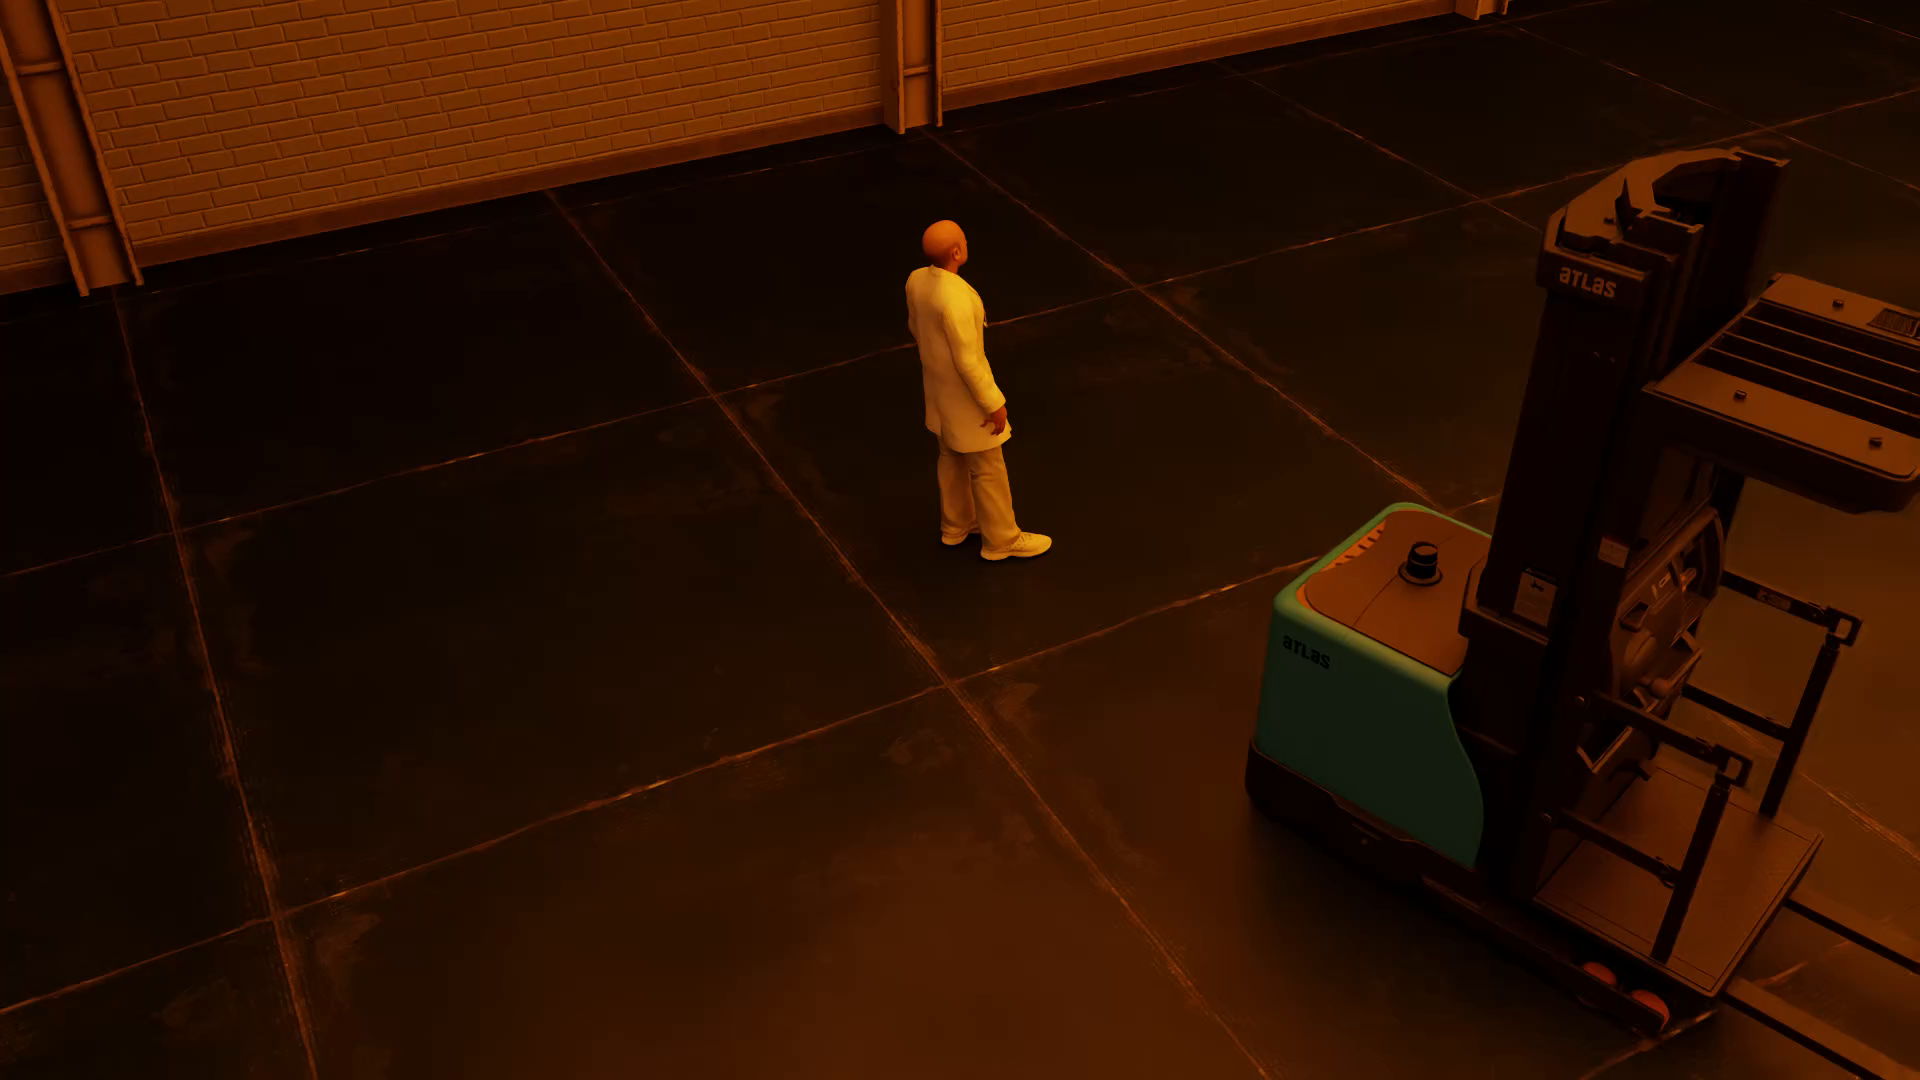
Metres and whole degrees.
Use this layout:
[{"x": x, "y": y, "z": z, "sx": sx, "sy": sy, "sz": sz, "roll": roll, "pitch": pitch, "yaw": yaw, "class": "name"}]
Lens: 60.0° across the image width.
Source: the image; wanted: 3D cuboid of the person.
[{"x": 0.082, "y": -0.754, "z": 8.176, "sx": 0.581, "sy": 1.776, "sz": 0.696, "roll": -17, "pitch": 39, "yaw": -23, "class": "person"}]

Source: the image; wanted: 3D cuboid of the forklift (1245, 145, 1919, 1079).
[{"x": 2.635, "y": 0.275, "z": 5.734, "sx": 3.031, "sy": 2.935, "sz": 1.130, "roll": 28, "pitch": 44, "yaw": 34, "class": "forklift"}]
